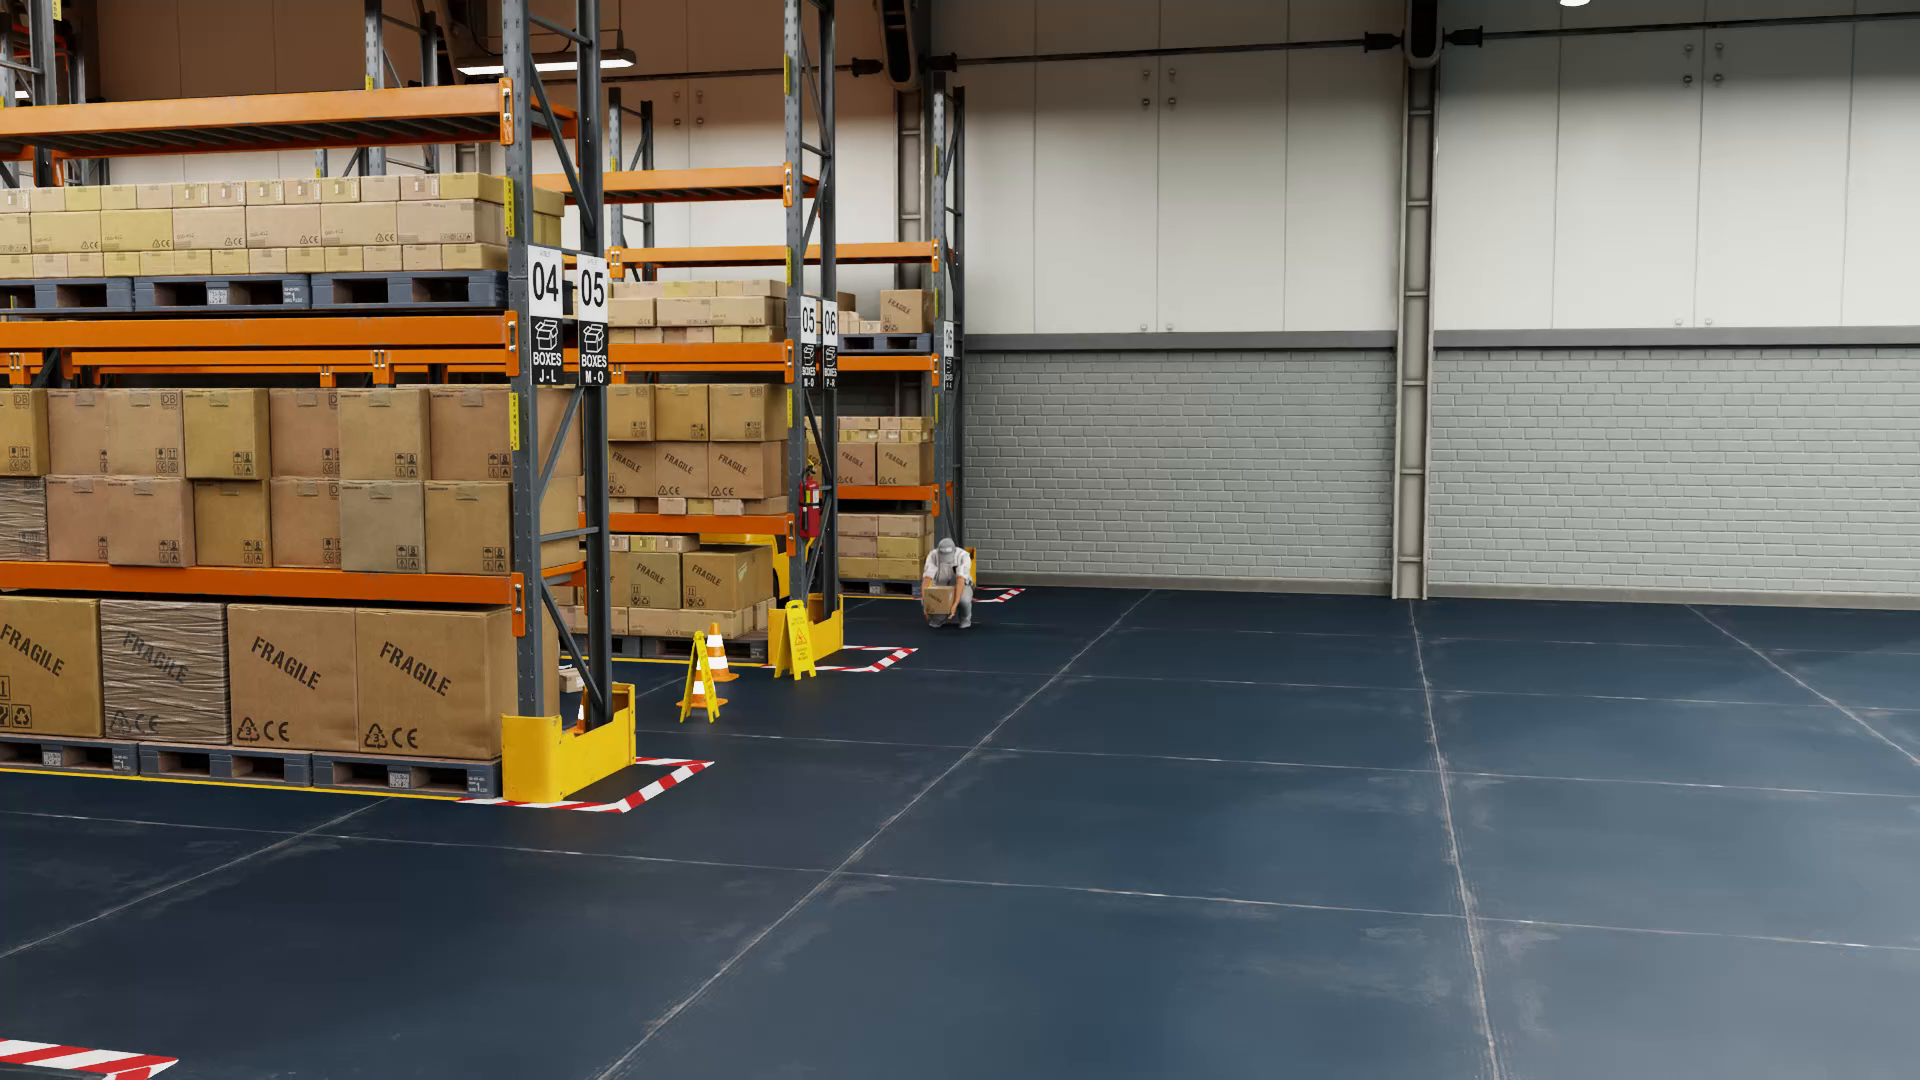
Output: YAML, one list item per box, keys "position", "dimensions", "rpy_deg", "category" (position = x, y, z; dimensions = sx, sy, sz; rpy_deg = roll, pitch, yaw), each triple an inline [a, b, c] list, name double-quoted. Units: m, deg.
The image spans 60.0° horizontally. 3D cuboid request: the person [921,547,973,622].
- position: [-0.089, 0.445, 16.974]
  dimensions: [0.522, 0.812, 0.600]
  rpy_deg: [1, 5, 13]
  category: "person"
